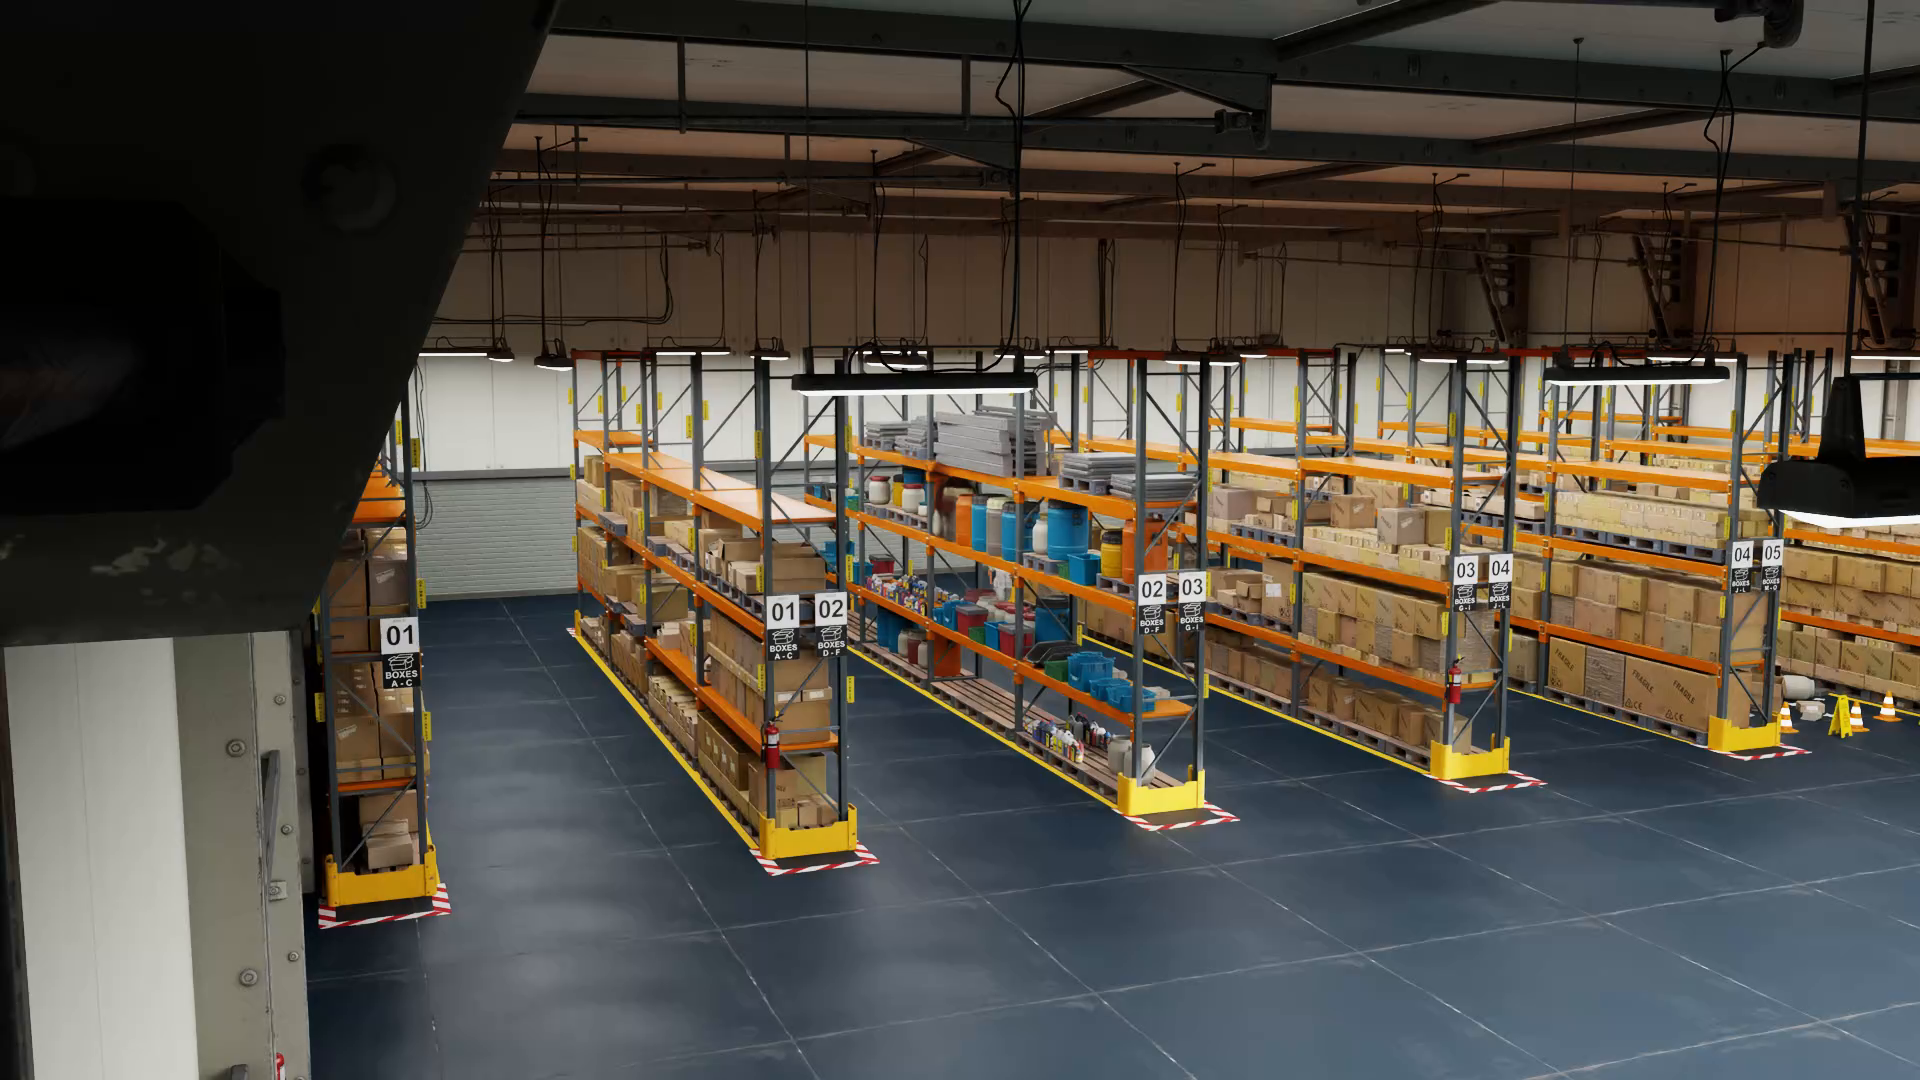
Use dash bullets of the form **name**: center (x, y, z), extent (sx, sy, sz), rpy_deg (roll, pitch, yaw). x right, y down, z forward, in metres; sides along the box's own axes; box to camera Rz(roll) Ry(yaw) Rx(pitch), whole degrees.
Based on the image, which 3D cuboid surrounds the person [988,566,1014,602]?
- **person**: center (0.981, 1.023, 35.959), extent (0.605, 1.620, 1.028), rpy_deg (-2, 7, -19)
